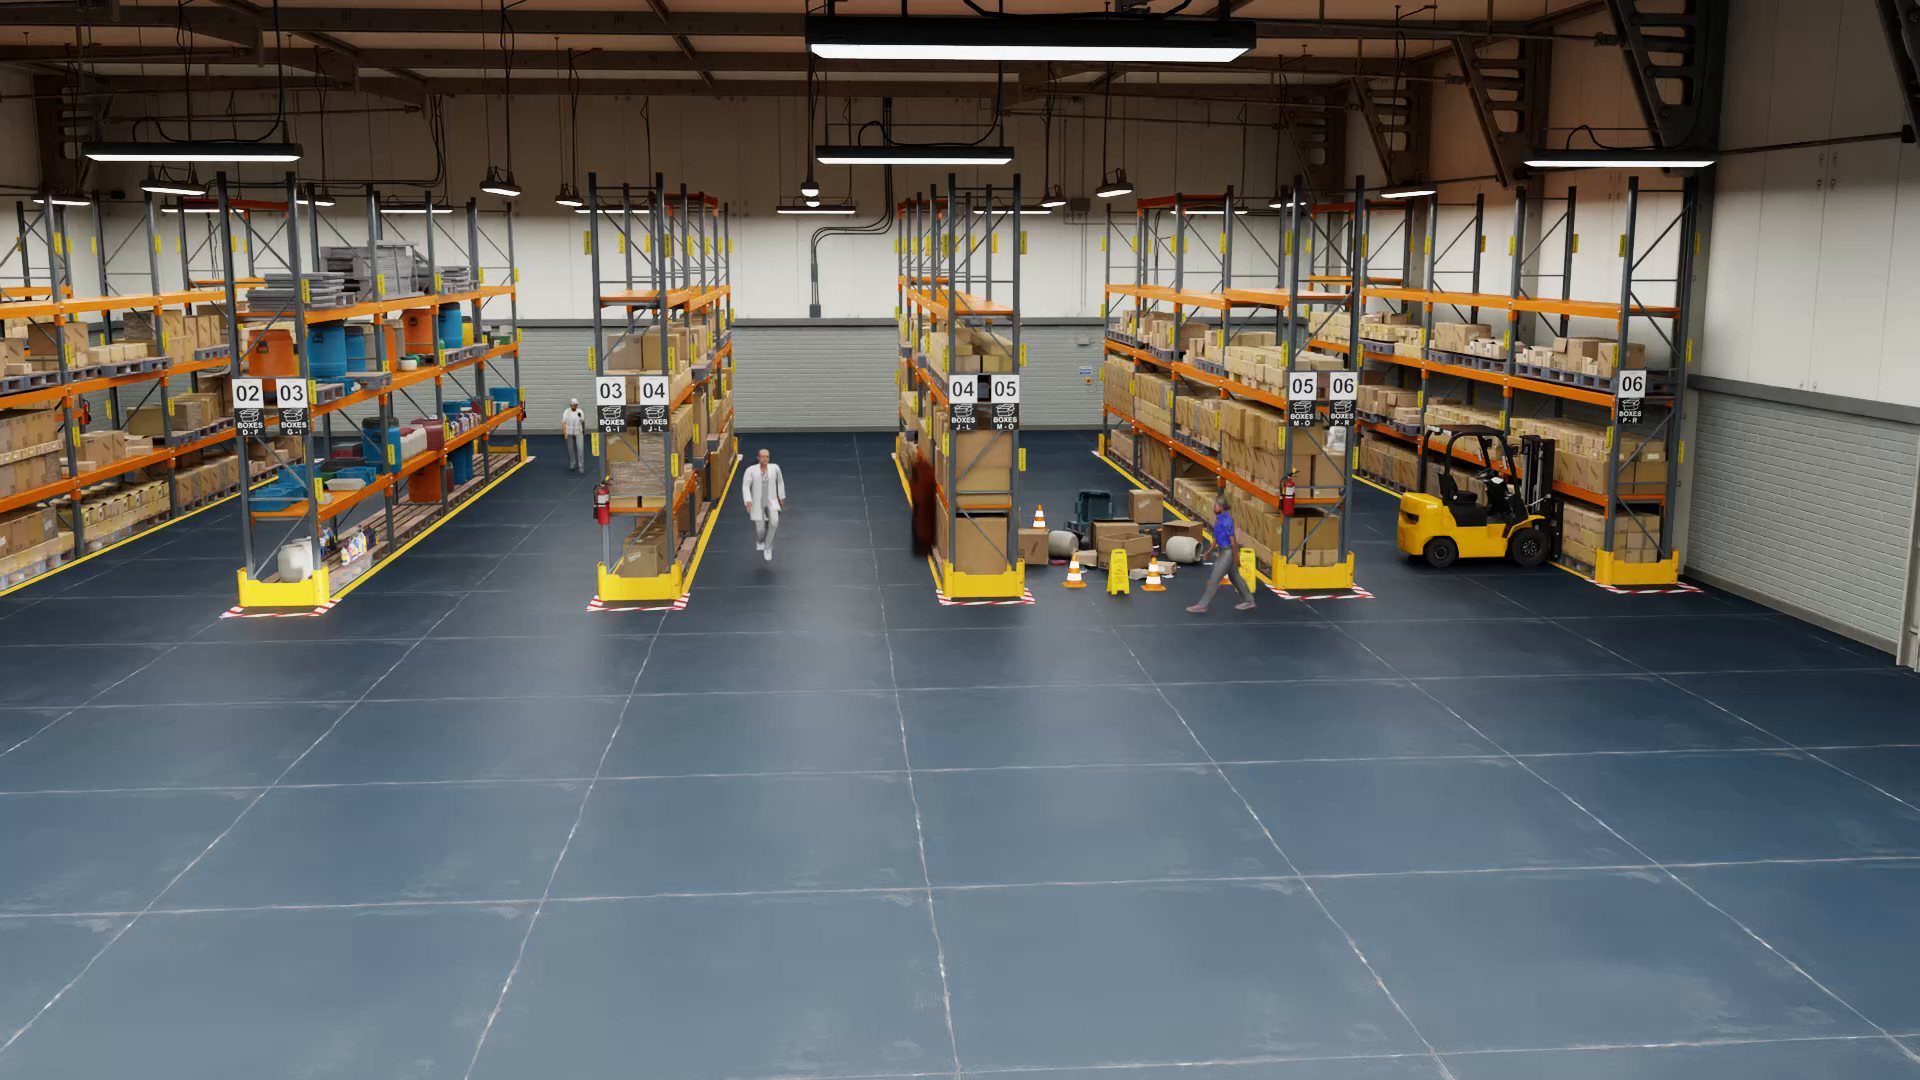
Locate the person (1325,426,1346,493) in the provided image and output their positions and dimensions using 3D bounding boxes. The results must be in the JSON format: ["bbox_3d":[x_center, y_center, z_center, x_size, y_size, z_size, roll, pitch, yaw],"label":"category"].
[{"bbox_3d":[7.687,-1.744,33.756,0.525,1.667,0.604,-8,13,-38],"label":"person"}]

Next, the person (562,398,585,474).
[{"bbox_3d":[-8.666,-2.361,37.327,0.490,1.639,0.927,-2,10,-11],"label":"person"}]

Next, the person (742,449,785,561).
[{"bbox_3d":[-3.056,-0.582,25.971,0.685,1.695,0.842,-2,10,-10],"label":"person"}]

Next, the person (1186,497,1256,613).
[{"bbox_3d":[3.600,0.193,22.841,1.041,1.585,0.516,-1,10,-8],"label":"person"}]
